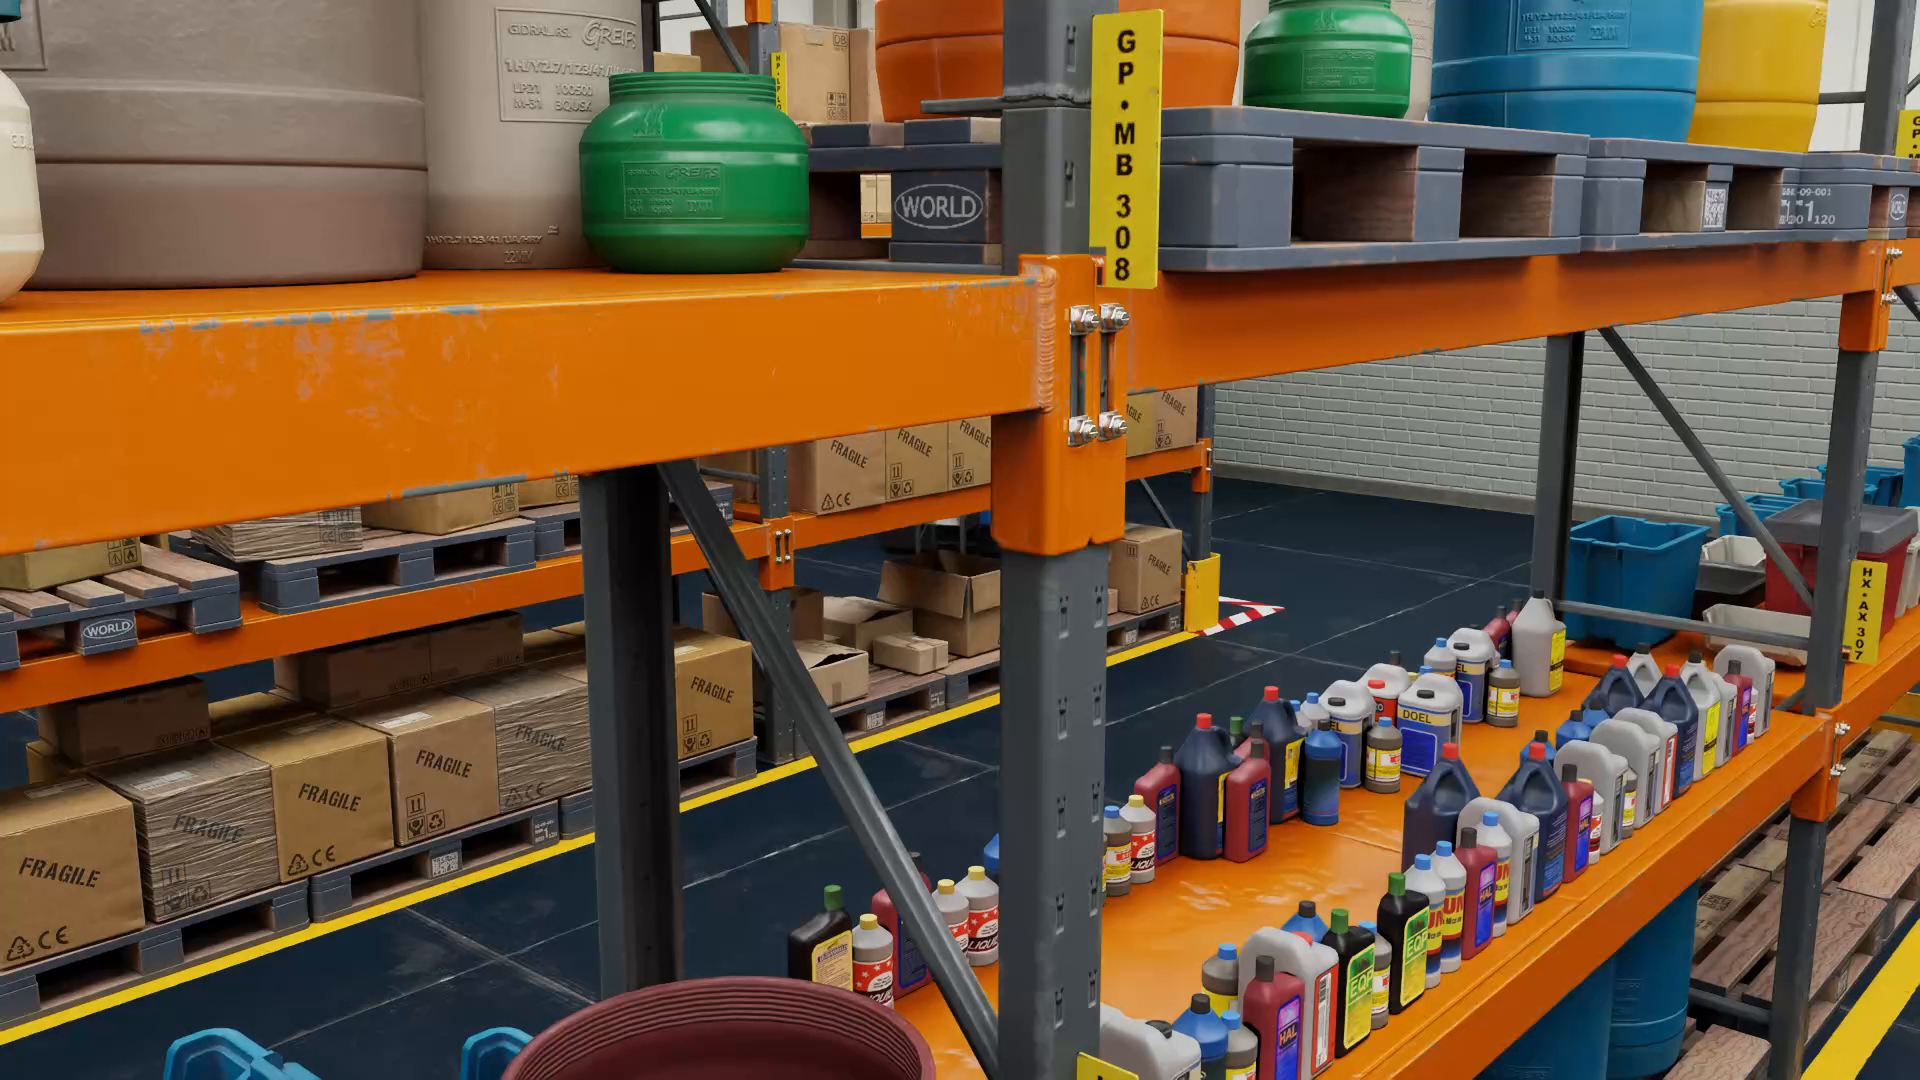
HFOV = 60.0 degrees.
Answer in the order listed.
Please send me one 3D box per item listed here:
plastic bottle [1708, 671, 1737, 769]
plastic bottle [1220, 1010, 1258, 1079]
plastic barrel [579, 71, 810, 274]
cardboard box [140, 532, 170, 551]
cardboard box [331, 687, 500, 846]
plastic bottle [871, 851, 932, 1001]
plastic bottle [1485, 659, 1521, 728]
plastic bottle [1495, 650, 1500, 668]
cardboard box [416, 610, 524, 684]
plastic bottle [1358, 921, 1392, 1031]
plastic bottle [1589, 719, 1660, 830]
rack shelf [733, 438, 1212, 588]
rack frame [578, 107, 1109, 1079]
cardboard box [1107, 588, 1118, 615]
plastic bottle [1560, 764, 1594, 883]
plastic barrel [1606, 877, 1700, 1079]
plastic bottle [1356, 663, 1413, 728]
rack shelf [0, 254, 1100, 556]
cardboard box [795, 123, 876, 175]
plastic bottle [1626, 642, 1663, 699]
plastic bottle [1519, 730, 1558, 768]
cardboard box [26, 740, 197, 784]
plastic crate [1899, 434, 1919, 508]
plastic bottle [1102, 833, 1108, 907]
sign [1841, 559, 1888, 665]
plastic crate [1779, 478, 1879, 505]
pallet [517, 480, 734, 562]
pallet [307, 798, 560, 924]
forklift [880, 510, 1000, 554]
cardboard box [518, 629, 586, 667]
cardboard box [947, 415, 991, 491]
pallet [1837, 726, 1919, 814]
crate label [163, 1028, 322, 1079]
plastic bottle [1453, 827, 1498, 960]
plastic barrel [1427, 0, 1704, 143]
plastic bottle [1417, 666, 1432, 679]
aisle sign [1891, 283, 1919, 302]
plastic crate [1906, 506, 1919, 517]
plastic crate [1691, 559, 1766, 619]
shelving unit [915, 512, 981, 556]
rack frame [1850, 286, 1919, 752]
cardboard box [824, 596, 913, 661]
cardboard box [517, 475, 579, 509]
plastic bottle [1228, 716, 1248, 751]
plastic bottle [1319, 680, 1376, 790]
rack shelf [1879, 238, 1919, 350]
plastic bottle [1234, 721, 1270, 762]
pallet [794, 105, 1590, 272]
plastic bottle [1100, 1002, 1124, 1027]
[{"bbox_3d":[2.164,0.505,4.841,0.152,0.276,0.135,10,15,40],"label":"plastic bottle"},{"bbox_3d":[0.472,0.927,2.919,0.097,0.201,0.097,0,11,0],"label":"plastic bottle"},{"bbox_3d":[-0.343,-0.473,2.157,0.294,0.245,0.294,0,11,0],"label":"plastic barrel"},{"bbox_3d":[-5.351,-0.030,11.617,0.750,0.750,0.750,10,15,41],"label":"cardboard box"},{"bbox_3d":[-2.404,0.990,7.355,0.500,0.500,0.500,9,14,38],"label":"cardboard box"},{"bbox_3d":[-0.119,0.788,3.406,0.061,0.283,0.133,10,15,40],"label":"plastic bottle"},{"bbox_3d":[1.695,0.474,5.186,0.097,0.201,0.097,0,11,0],"label":"plastic bottle"},{"bbox_3d":[1.709,0.426,5.428,0.097,0.201,0.097,0,11,0],"label":"plastic bottle"},{"bbox_3d":[-2.458,0.479,8.000,0.500,0.250,0.500,10,15,40],"label":"cardboard box"},{"bbox_3d":[0.801,0.854,3.287,0.097,0.201,0.097,0,11,0],"label":"plastic bottle"},{"bbox_3d":[1.742,0.599,4.370,0.152,0.276,0.135,10,15,40],"label":"plastic bottle"},{"bbox_3d":[0.024,-0.292,10.350,1.077,0.370,4.000,10,15,40],"label":"rack shelf"},{"bbox_3d":[-0.218,0.879,2.651,1.000,3.000,0.127,10,15,40],"label":"rack frame"},{"bbox_3d":[0.836,0.395,11.187,0.380,0.166,0.250,10,15,40],"label":"cardboard box"},{"bbox_3d":[1.471,0.669,3.999,0.061,0.283,0.133,10,15,40],"label":"plastic bottle"},{"bbox_3d":[2.051,1.192,5.372,0.600,0.901,0.708,10,15,40],"label":"plastic barrel"},{"bbox_3d":[1.220,0.507,4.833,0.152,0.276,0.135,10,15,40],"label":"plastic bottle"},{"bbox_3d":[-1.538,0.055,0.954,1.077,0.370,4.000,10,15,40],"label":"rack shelf"},{"bbox_3d":[-0.788,-2.032,8.676,0.500,0.250,0.500,10,15,40],"label":"cardboard box"},{"bbox_3d":[1.953,0.474,4.807,0.144,0.351,0.185,10,15,40],"label":"plastic bottle"},{"bbox_3d":[1.483,0.622,4.267,0.097,0.271,0.097,0,11,0],"label":"plastic bottle"},{"bbox_3d":[-3.495,1.080,6.903,0.500,0.500,0.500,11,15,43],"label":"cardboard box"},{"bbox_3d":[4.982,-0.271,8.167,0.616,0.435,0.499,10,15,40],"label":"plastic crate"},{"bbox_3d":[0.292,0.742,3.846,0.097,0.201,0.097,0,11,0],"label":"plastic bottle"},{"bbox_3d":[2.834,0.226,5.213,0.100,0.325,0.005,10,15,40],"label":"sign"},{"bbox_3d":[4.218,-0.155,8.101,0.416,0.233,0.300,10,15,40],"label":"plastic crate"},{"bbox_3d":[-1.905,-0.153,8.307,1.003,0.211,1.213,10,15,40],"label":"pallet"},{"bbox_3d":[-2.610,1.322,7.553,1.003,0.211,1.213,10,15,40],"label":"pallet"},{"bbox_3d":[0.209,-1.565,15.062,1.130,2.935,3.031,3,12,15],"label":"forklift"},{"bbox_3d":[-2.142,0.779,8.410,0.500,0.500,0.500,10,15,41],"label":"cardboard box"},{"bbox_3d":[-0.087,-0.588,9.742,0.500,0.500,0.500,10,15,40],"label":"cardboard box"},{"bbox_3d":[4.489,1.186,8.235,1.003,0.211,1.213,10,15,40],"label":"pallet"},{"bbox_3d":[-1.077,0.973,2.091,0.502,0.435,0.616,10,15,40],"label":"crate label"},{"bbox_3d":[1.108,0.750,3.593,0.061,0.283,0.133,10,15,40],"label":"plastic bottle"},{"bbox_3d":[1.411,-1.361,3.857,0.600,0.901,0.708,10,15,40],"label":"plastic barrel"},{"bbox_3d":[1.428,0.489,5.114,0.097,0.201,0.097,0,11,0],"label":"plastic bottle"},{"bbox_3d":[4.887,-1.622,8.534,0.394,0.787,0.004,10,15,40],"label":"aisle sign"},{"bbox_3d":[4.661,-0.055,7.846,0.396,0.136,0.243,10,15,40],"label":"plastic crate"},{"bbox_3d":[2.960,0.197,6.617,0.437,0.125,0.590,10,15,40],"label":"plastic crate"},{"bbox_3d":[-0.097,-0.811,13.402,0.431,2.100,0.503,3,12,15],"label":"shelving unit"},{"bbox_3d":[5.063,-0.298,8.544,1.000,3.000,0.127,10,15,40],"label":"rack frame"},{"bbox_3d":[-0.638,0.522,10.183,0.500,0.311,0.500,10,15,40],"label":"cardboard box"},{"bbox_3d":[-2.183,-0.455,8.004,0.500,0.500,0.700,-9,15,-39],"label":"cardboard box"},{"bbox_3d":[0.693,0.607,4.313,0.061,0.283,0.133,10,15,40],"label":"plastic bottle"},{"bbox_3d":[1.066,0.541,4.662,0.152,0.276,0.135,10,15,40],"label":"plastic bottle"},{"bbox_3d":[3.743,-1.122,6.847,1.077,0.370,4.000,10,15,40],"label":"rack shelf"},{"bbox_3d":[0.739,0.615,4.273,0.061,0.283,0.133,10,15,40],"label":"plastic bottle"},{"bbox_3d":[0.360,-0.599,2.876,1.003,0.211,1.213,10,15,40],"label":"pallet"},{"bbox_3d":[0.196,0.899,2.871,0.152,0.276,0.135,10,15,40],"label":"plastic bottle"}]
